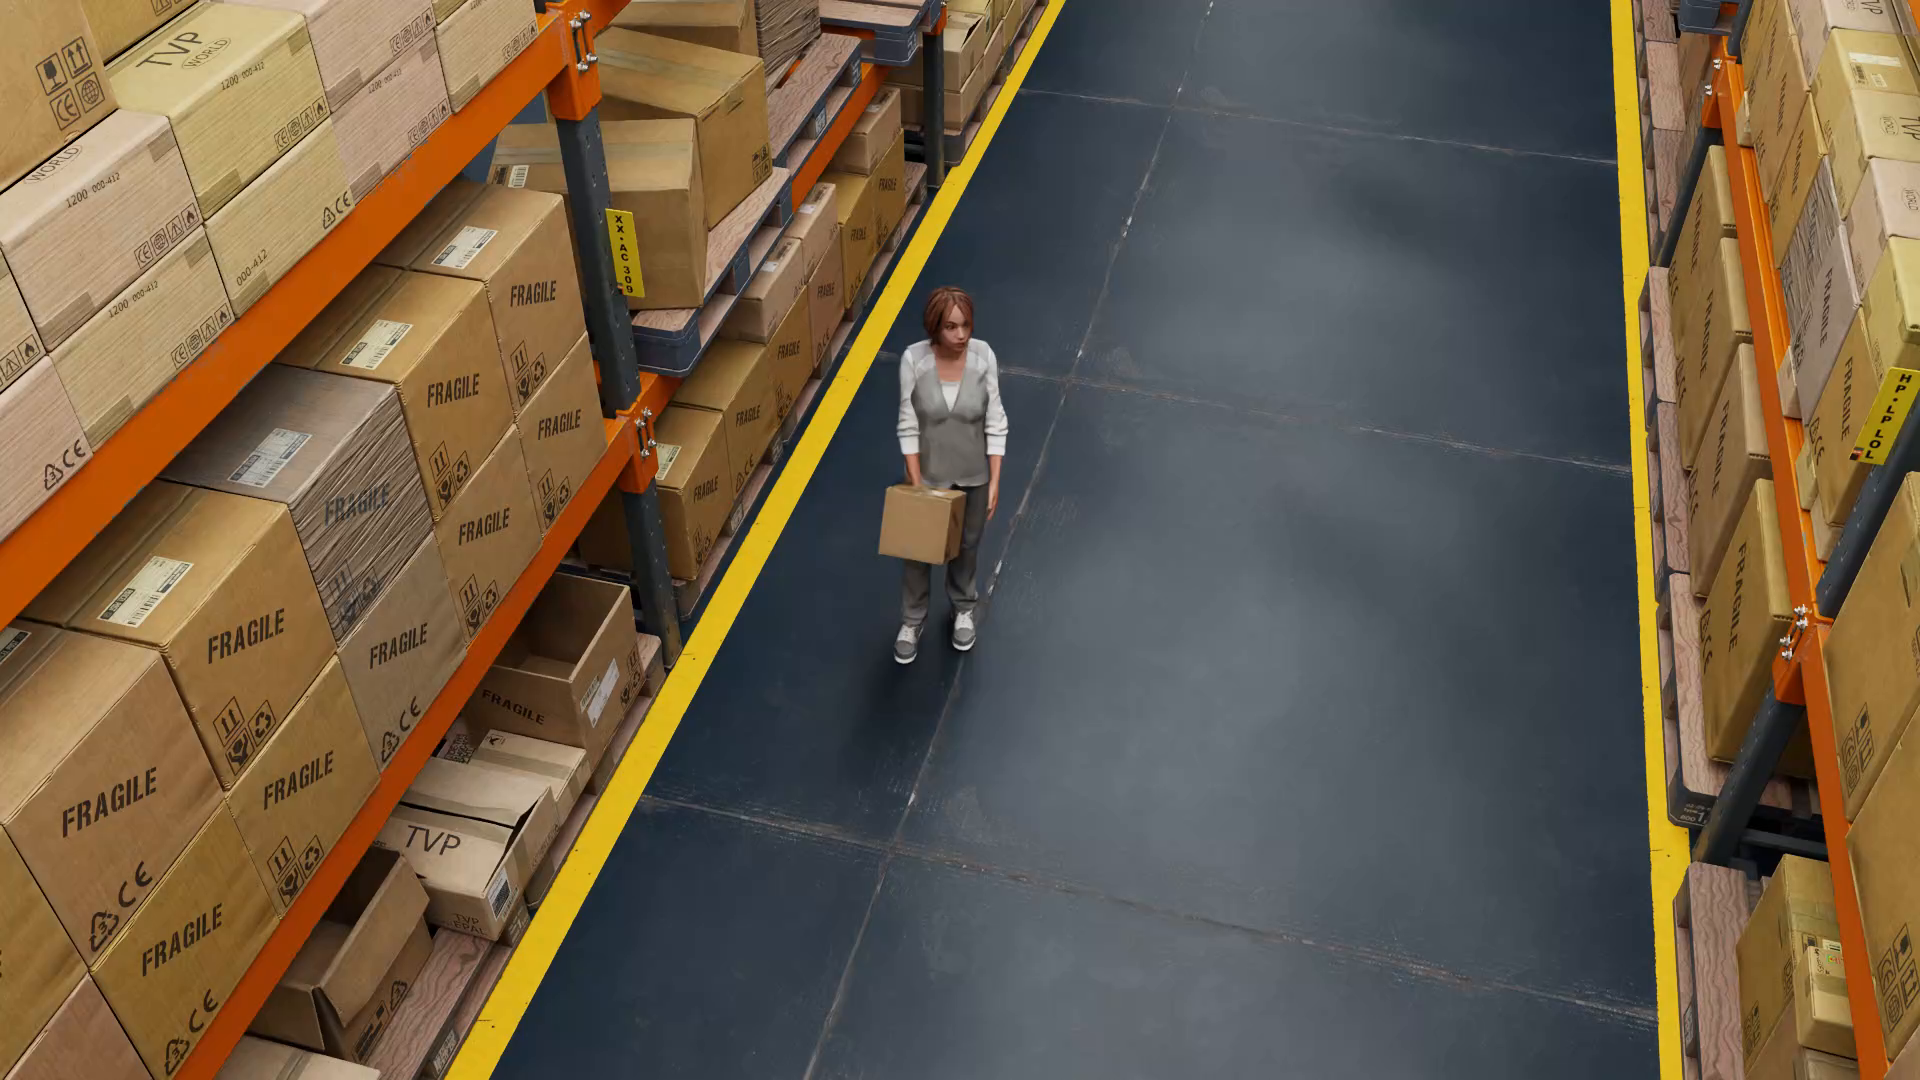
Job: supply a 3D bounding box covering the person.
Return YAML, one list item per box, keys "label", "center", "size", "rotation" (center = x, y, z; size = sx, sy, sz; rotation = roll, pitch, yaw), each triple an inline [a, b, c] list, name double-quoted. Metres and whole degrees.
- label: "person"
  center: [-0.056, -0.221, 6.406]
  size: [0.480, 1.601, 0.437]
  rotation: [-7, 42, -8]
